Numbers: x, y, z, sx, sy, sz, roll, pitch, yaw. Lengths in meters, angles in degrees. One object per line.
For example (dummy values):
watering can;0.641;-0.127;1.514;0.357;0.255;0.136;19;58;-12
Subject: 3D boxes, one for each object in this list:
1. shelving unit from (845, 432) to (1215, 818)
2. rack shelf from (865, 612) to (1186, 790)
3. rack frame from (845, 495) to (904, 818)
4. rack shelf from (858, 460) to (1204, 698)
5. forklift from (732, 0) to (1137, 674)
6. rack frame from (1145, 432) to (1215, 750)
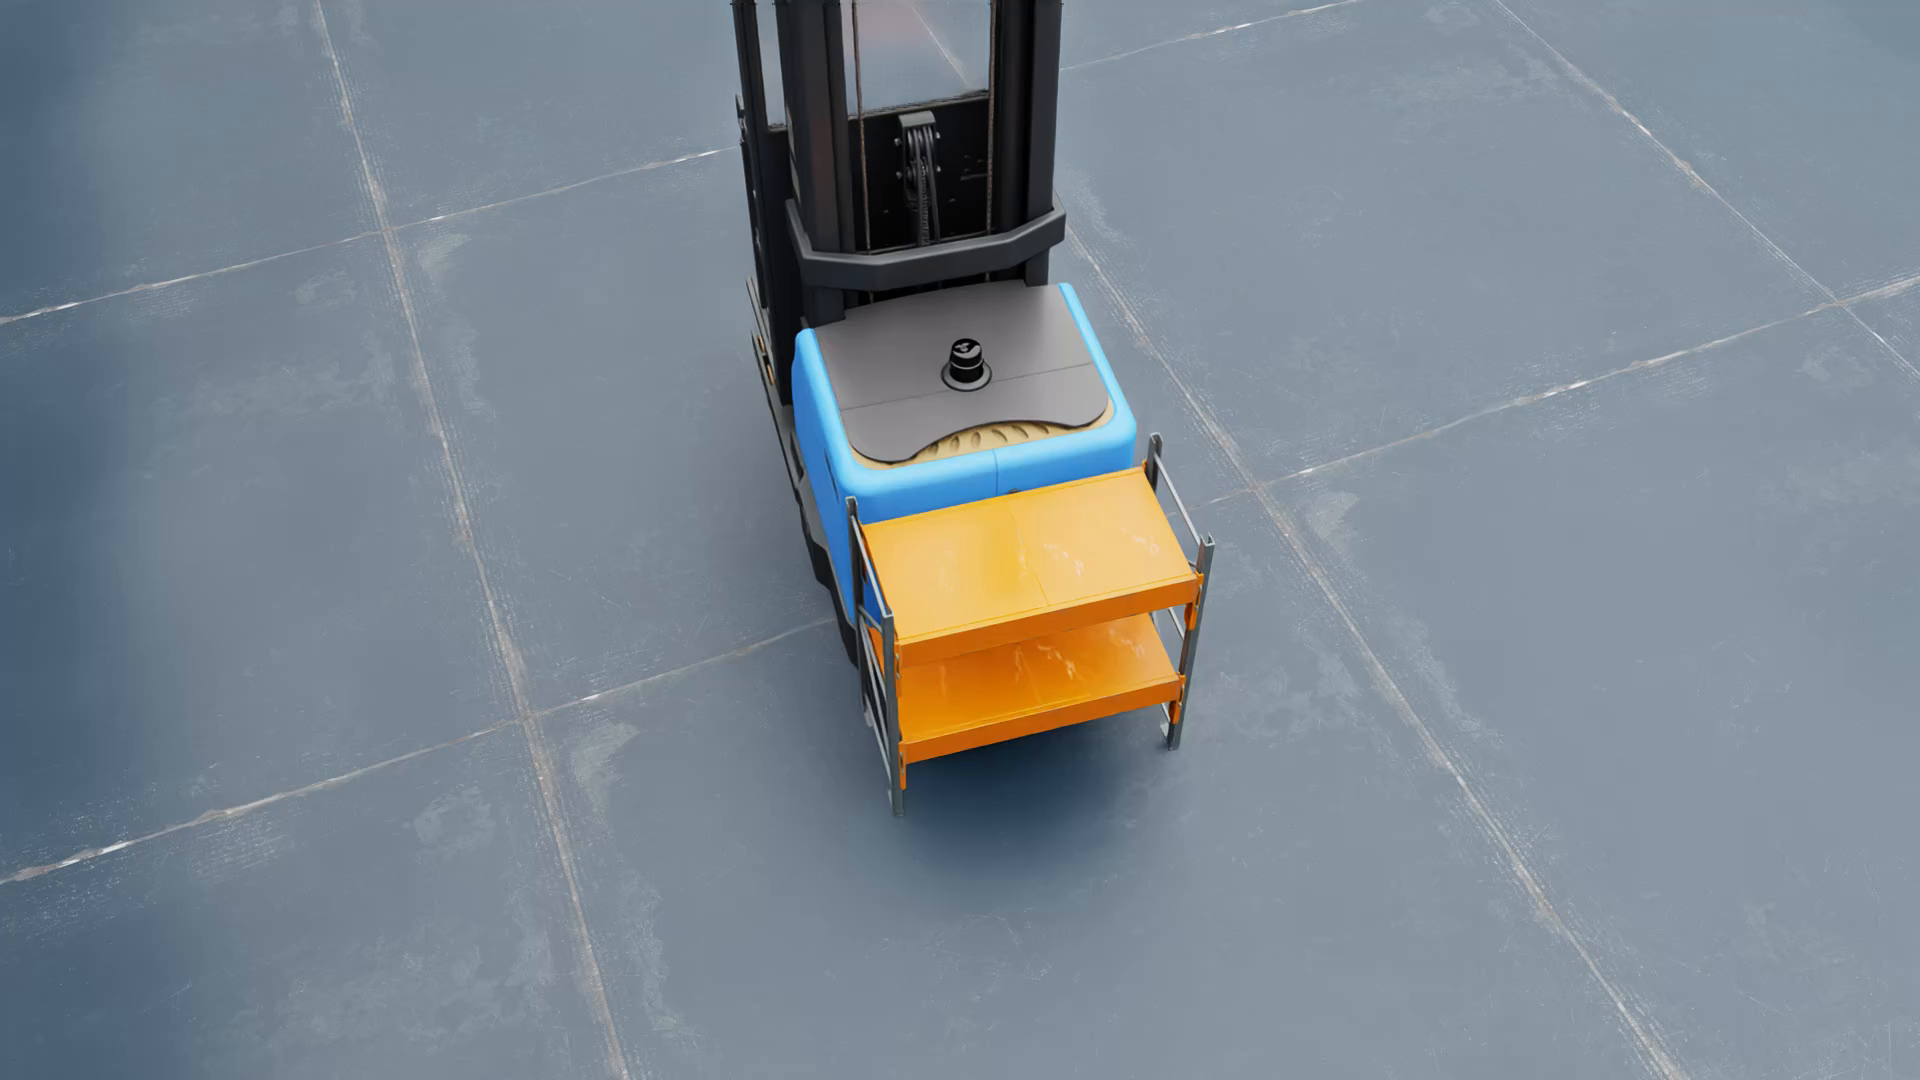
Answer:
shelving unit;0.211;0.306;5.587;1.048;1.125;0.538;-12;50;-10
rack shelf;0.211;0.465;5.772;1.000;0.278;0.538;-12;50;-10
rack frame;-0.278;0.411;5.496;0.032;1.125;0.500;-12;50;-10
rack shelf;0.211;0.115;5.364;1.000;0.278;0.538;-12;50;-10
forklift;-0.269;-1.611;6.042;1.130;2.935;3.031;-12;50;-10
rack frame;0.699;0.200;5.677;0.032;1.125;0.500;-12;50;-10
